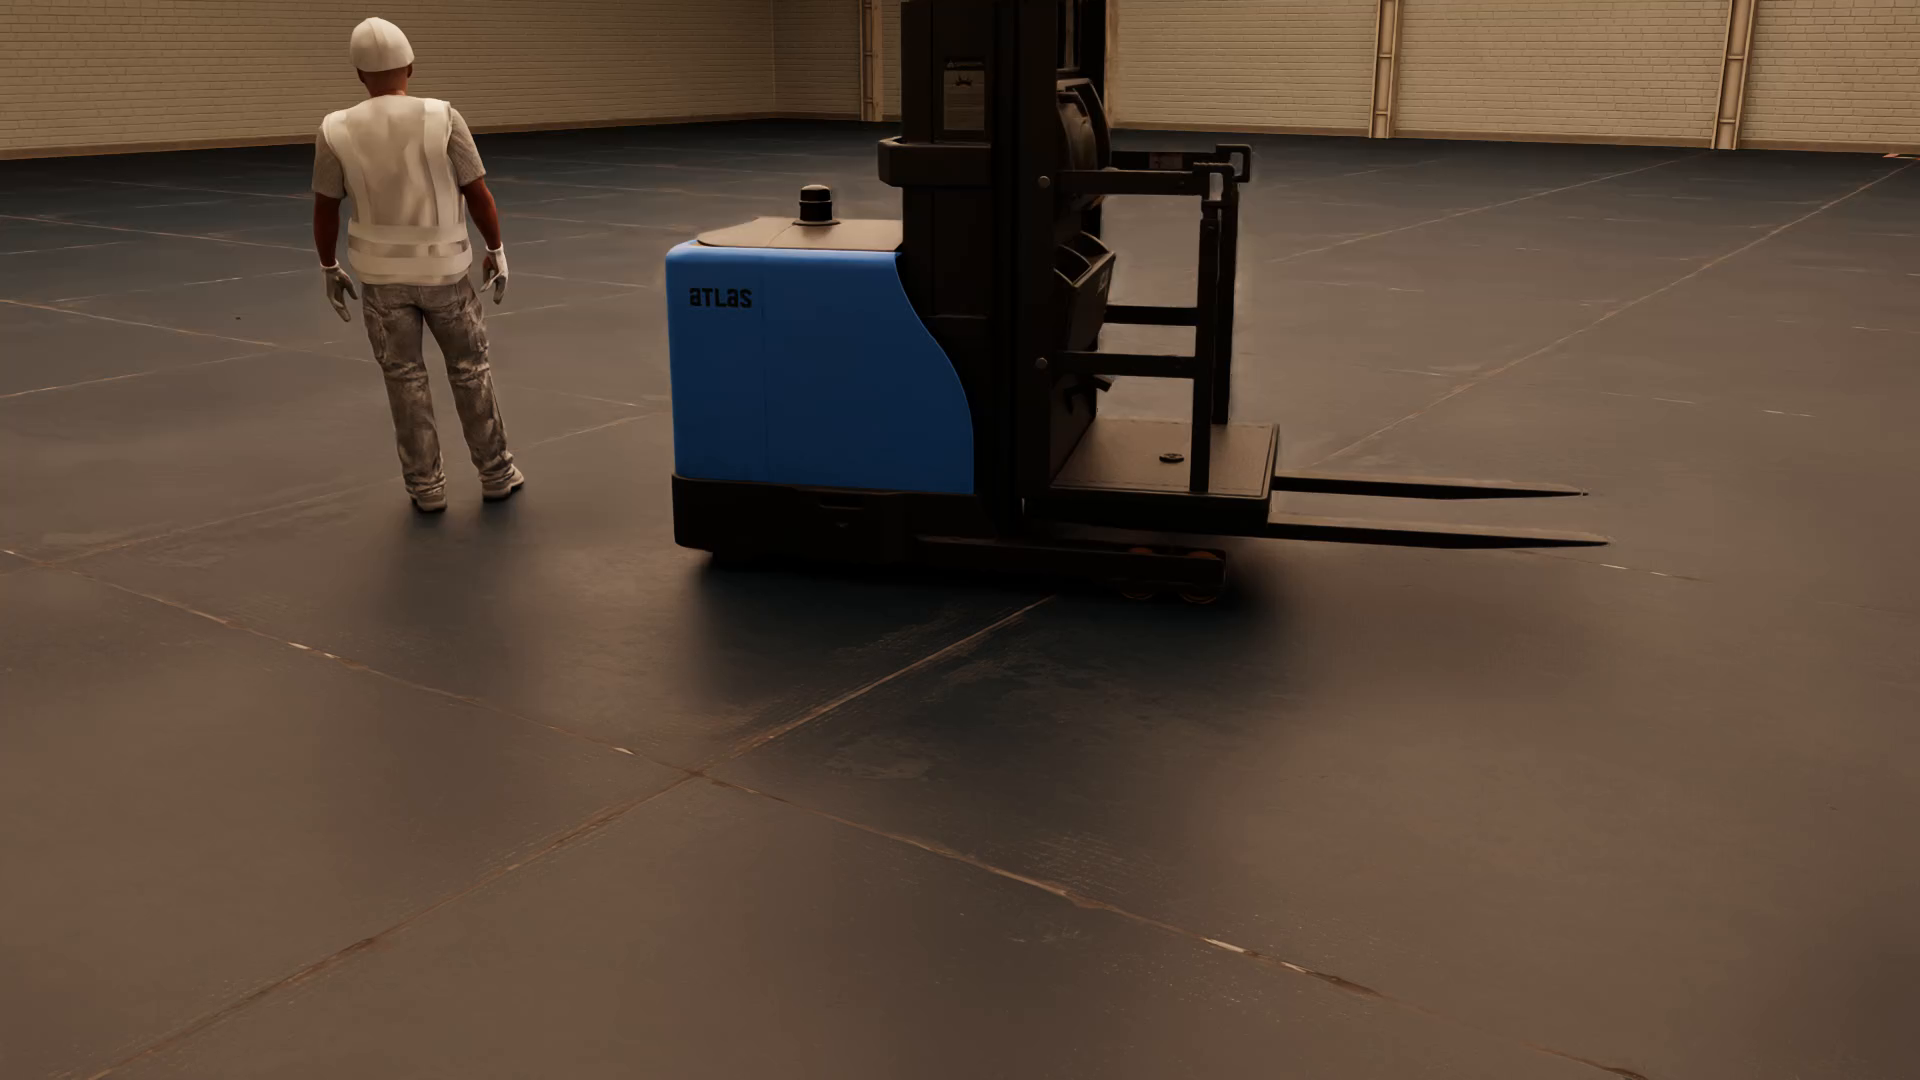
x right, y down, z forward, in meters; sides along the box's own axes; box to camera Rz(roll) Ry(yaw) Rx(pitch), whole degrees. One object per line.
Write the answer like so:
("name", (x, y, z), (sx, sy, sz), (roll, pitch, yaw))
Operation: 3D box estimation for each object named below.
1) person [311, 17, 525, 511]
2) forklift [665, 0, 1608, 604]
("person", (-2.013, -1.001, 6.162), (0.656, 1.783, 0.575), (-4, 17, -12))
("forklift", (0.595, -1.367, 5.404), (3.031, 2.935, 1.130), (4, 17, 12))
